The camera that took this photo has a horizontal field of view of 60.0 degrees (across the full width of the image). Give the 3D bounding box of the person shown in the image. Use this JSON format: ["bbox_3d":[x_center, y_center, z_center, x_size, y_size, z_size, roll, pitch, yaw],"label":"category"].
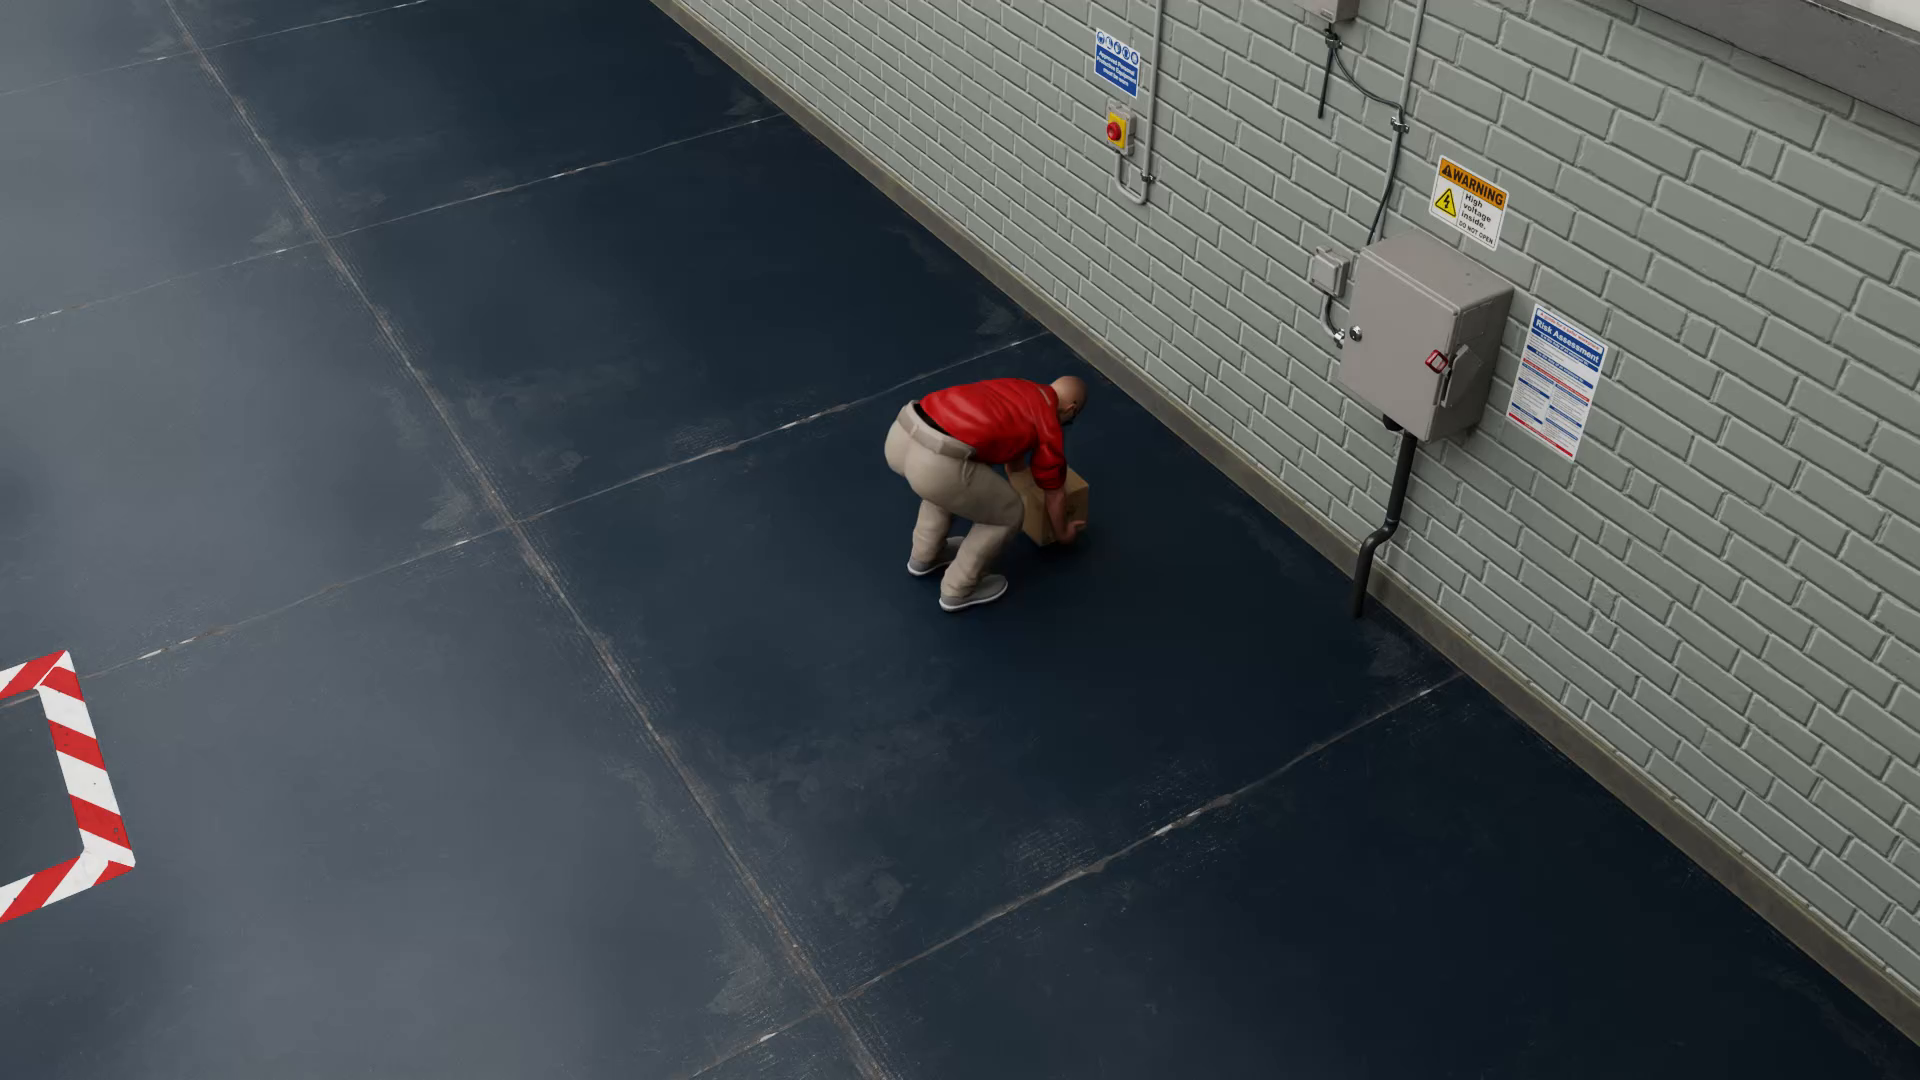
[{"bbox_3d":[0.141,-0.255,7.071,0.958,0.947,0.528,-25,46,-26],"label":"person"}]
